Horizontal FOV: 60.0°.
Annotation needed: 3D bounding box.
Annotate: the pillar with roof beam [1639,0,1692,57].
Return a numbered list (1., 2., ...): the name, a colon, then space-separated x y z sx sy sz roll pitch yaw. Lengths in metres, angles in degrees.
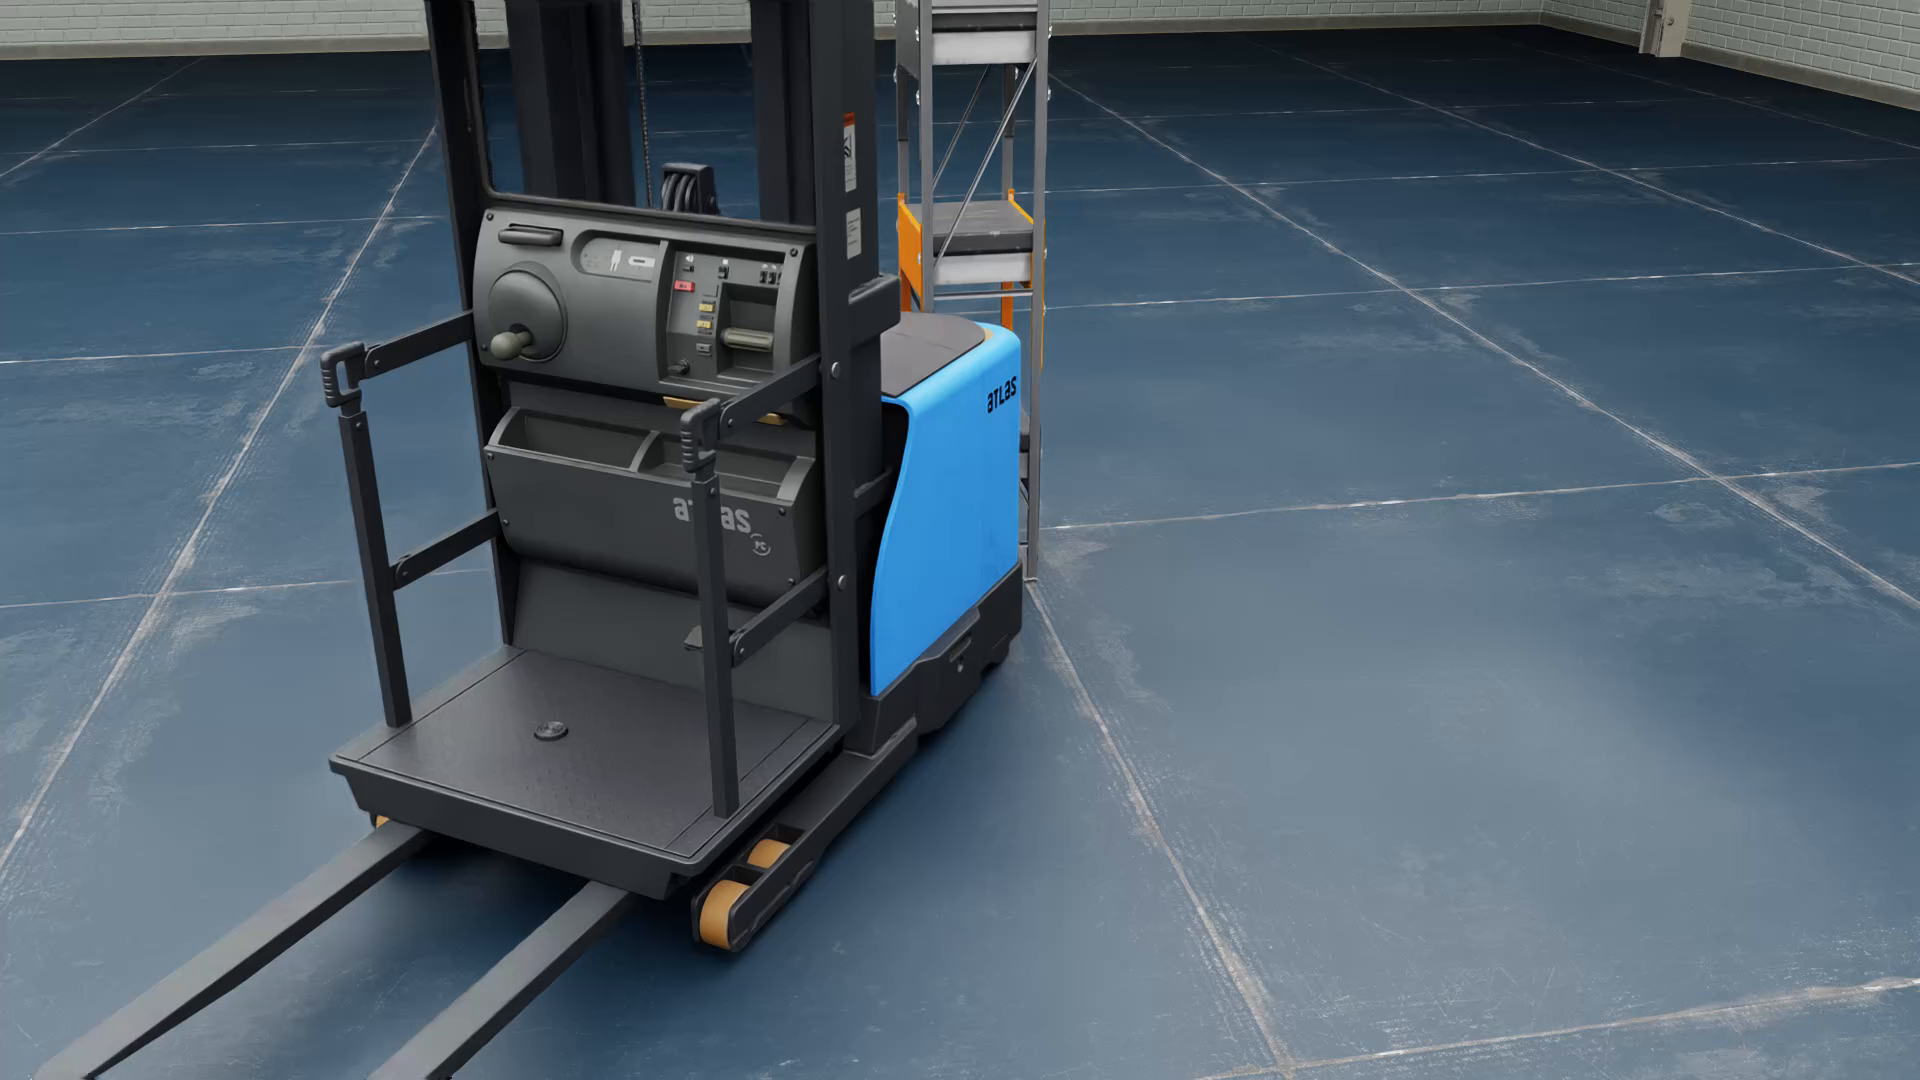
1. pillar with roof beam: 3.710 -9.310 16.323 9.100 9.000 0.400 -4 24 -10

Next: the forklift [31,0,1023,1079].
1. forklift: -0.882 -0.556 3.861 1.130 2.935 3.031 11 26 23

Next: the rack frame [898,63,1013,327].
1. rack frame: -0.015 -0.993 5.900 0.400 2.100 0.015 -4 24 -10

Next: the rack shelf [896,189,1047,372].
1. rack shelf: 0.031 -0.885 5.686 0.431 0.518 0.480 -4 24 -10

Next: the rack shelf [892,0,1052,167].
1. rack shelf: 0.031 -1.526 5.406 0.431 0.518 0.480 -4 24 -10

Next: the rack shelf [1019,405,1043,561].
1. rack shelf: 0.031 -0.243 5.966 0.431 0.518 0.480 -4 24 -10

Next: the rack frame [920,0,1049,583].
1. rack frame: 0.076 -0.801 5.461 0.400 2.100 0.015 -4 24 -10

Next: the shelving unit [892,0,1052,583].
1. shelving unit: 0.031 -0.897 5.681 0.431 2.100 0.503 -4 24 -10
